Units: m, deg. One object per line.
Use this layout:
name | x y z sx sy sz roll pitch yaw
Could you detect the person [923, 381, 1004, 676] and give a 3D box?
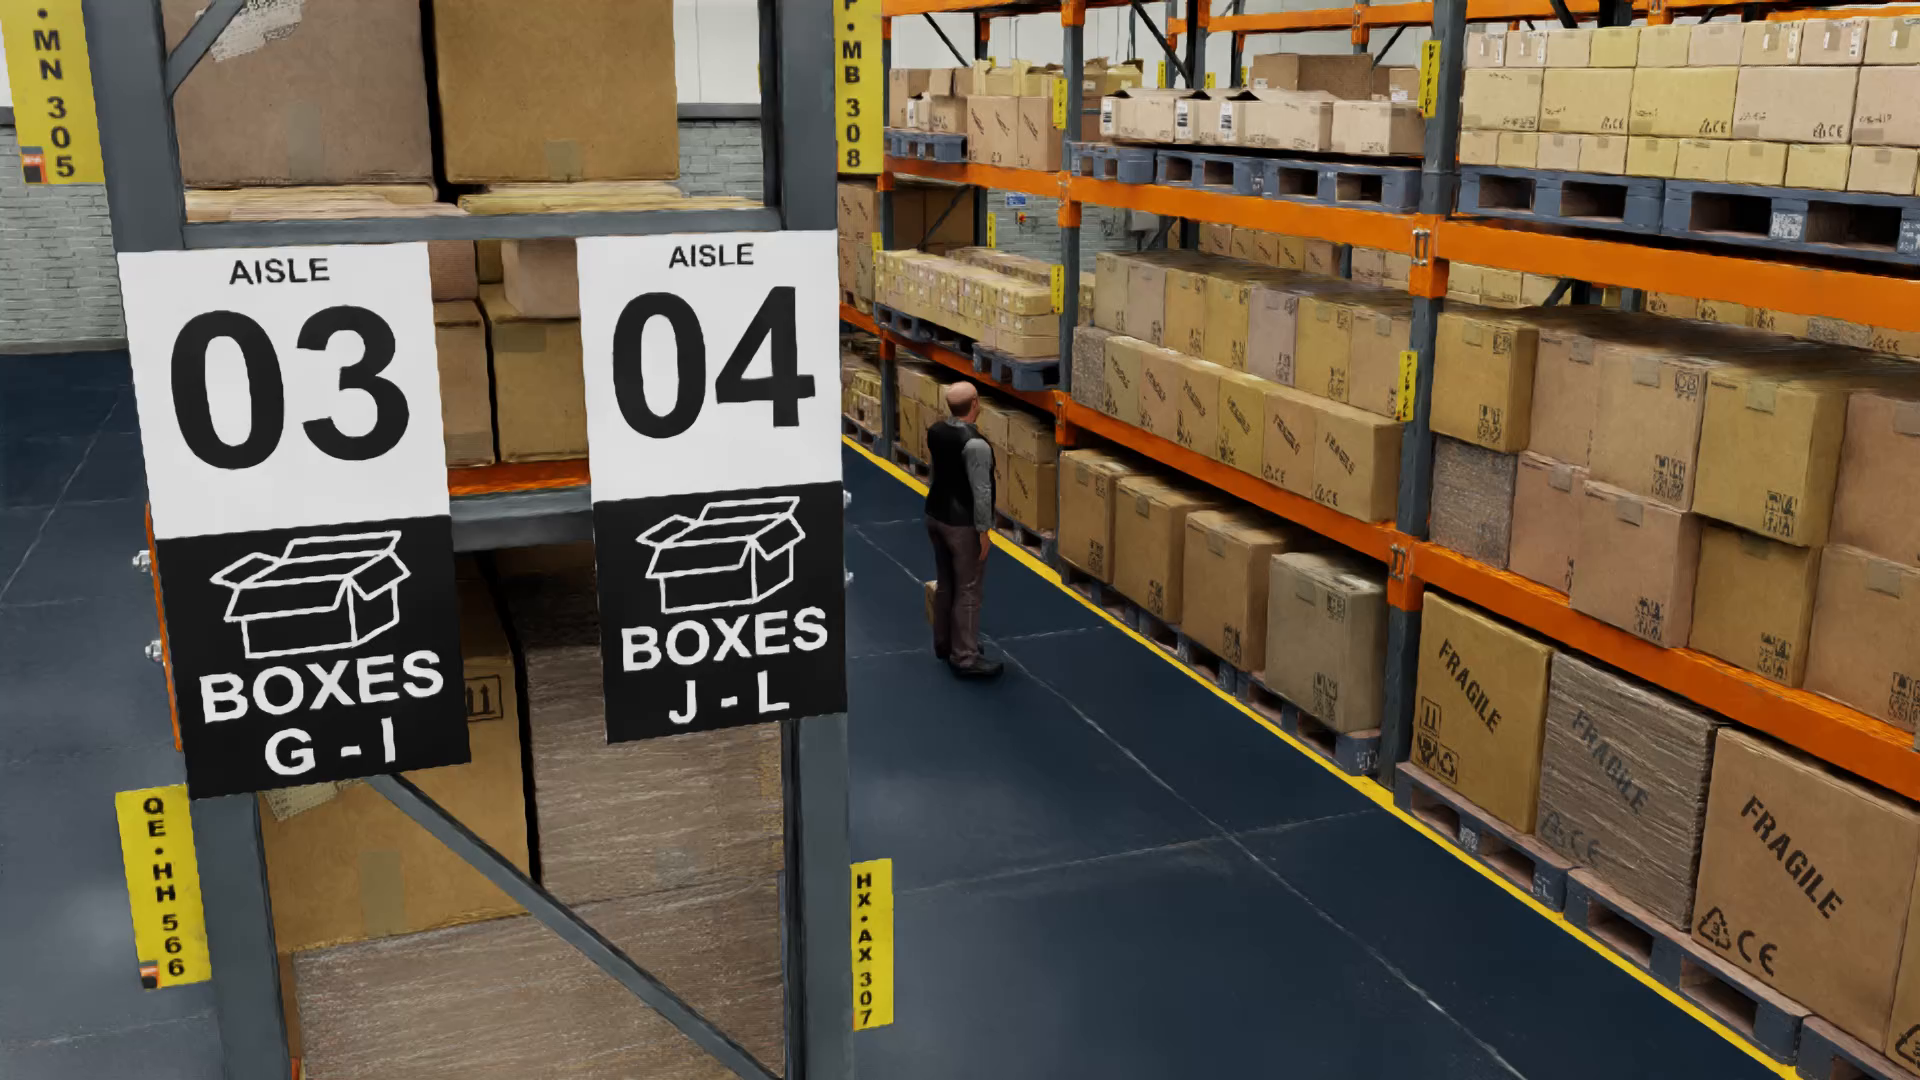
person | 0.020 -0.081 9.776 0.390 1.732 0.582 -10 18 -32
